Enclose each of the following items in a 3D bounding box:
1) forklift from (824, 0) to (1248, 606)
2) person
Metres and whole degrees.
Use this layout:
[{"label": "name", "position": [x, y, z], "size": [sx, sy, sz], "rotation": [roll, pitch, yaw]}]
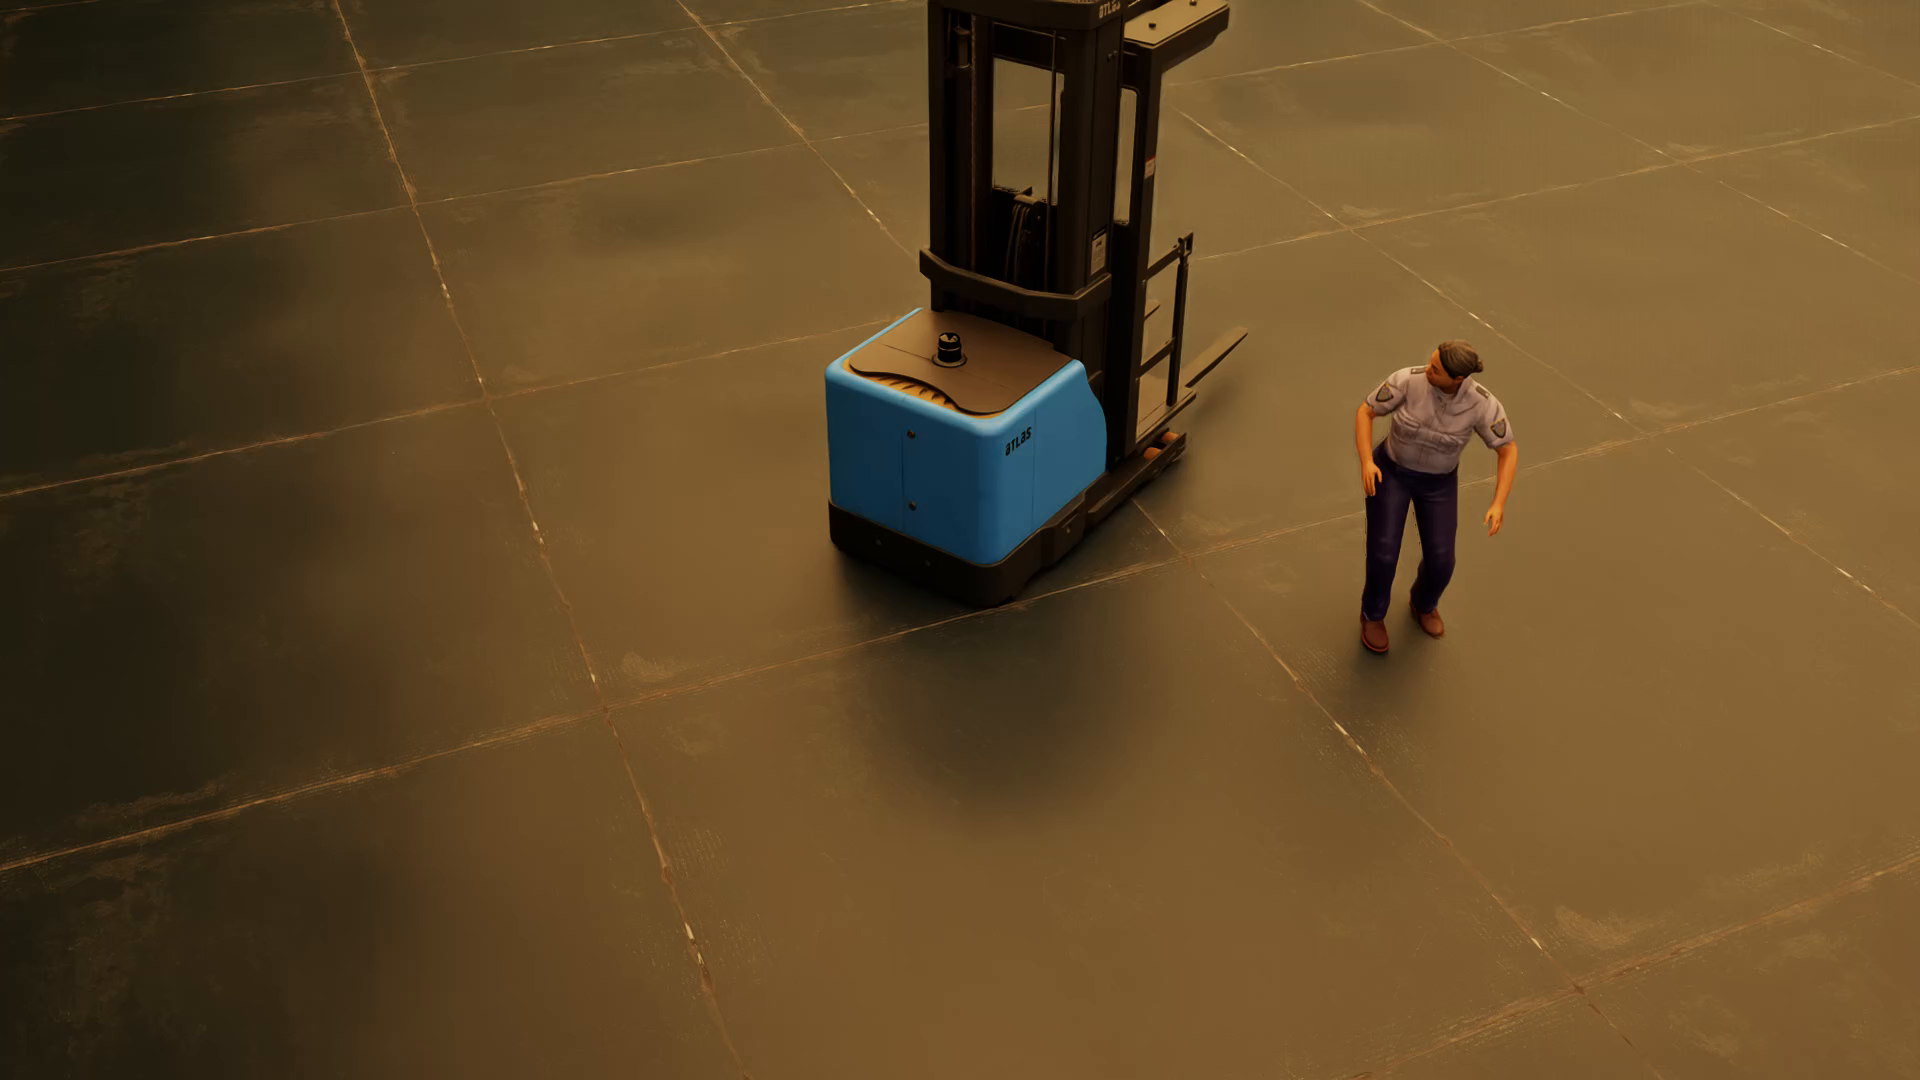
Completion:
[{"label": "forklift", "position": [0.595, -1.682, 8.463], "size": [1.130, 2.935, 3.031], "rotation": [22, 41, 28]}, {"label": "person", "position": [2.127, -0.213, 7.587], "size": [0.720, 1.601, 0.541], "rotation": [7, 36, 10]}]
